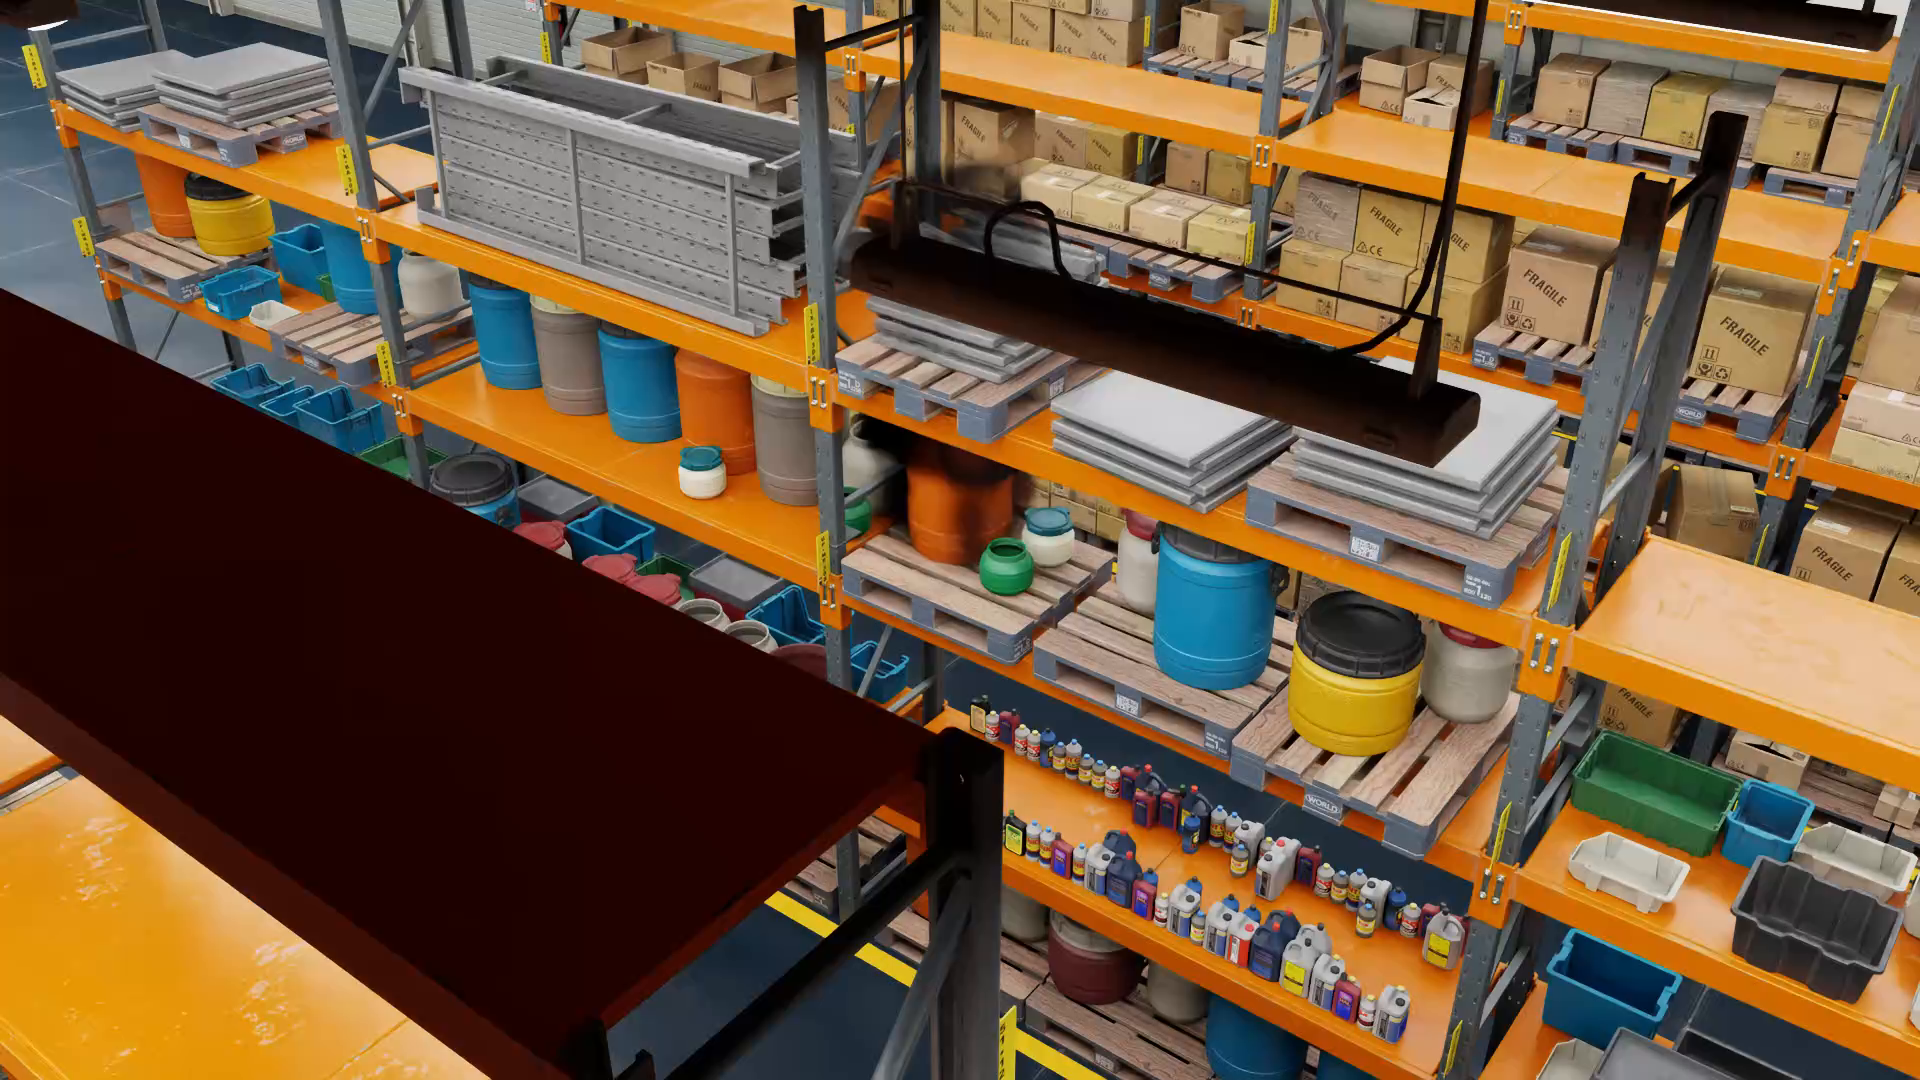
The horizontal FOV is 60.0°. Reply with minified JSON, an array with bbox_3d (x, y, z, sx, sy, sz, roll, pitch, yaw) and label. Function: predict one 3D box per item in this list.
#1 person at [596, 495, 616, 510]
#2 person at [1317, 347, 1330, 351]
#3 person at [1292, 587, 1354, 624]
[{"bbox_3d":[-3.307,-0.582,14.668,0.898,1.632,0.544,16,35,24],"label":"person"},{"bbox_3d":[3.573,-0.919,15.310,0.947,1.637,0.664,23,38,32],"label":"person"},{"bbox_3d":[2.776,0.927,12.154,0.764,1.704,0.689,14,34,22],"label":"person"}]
